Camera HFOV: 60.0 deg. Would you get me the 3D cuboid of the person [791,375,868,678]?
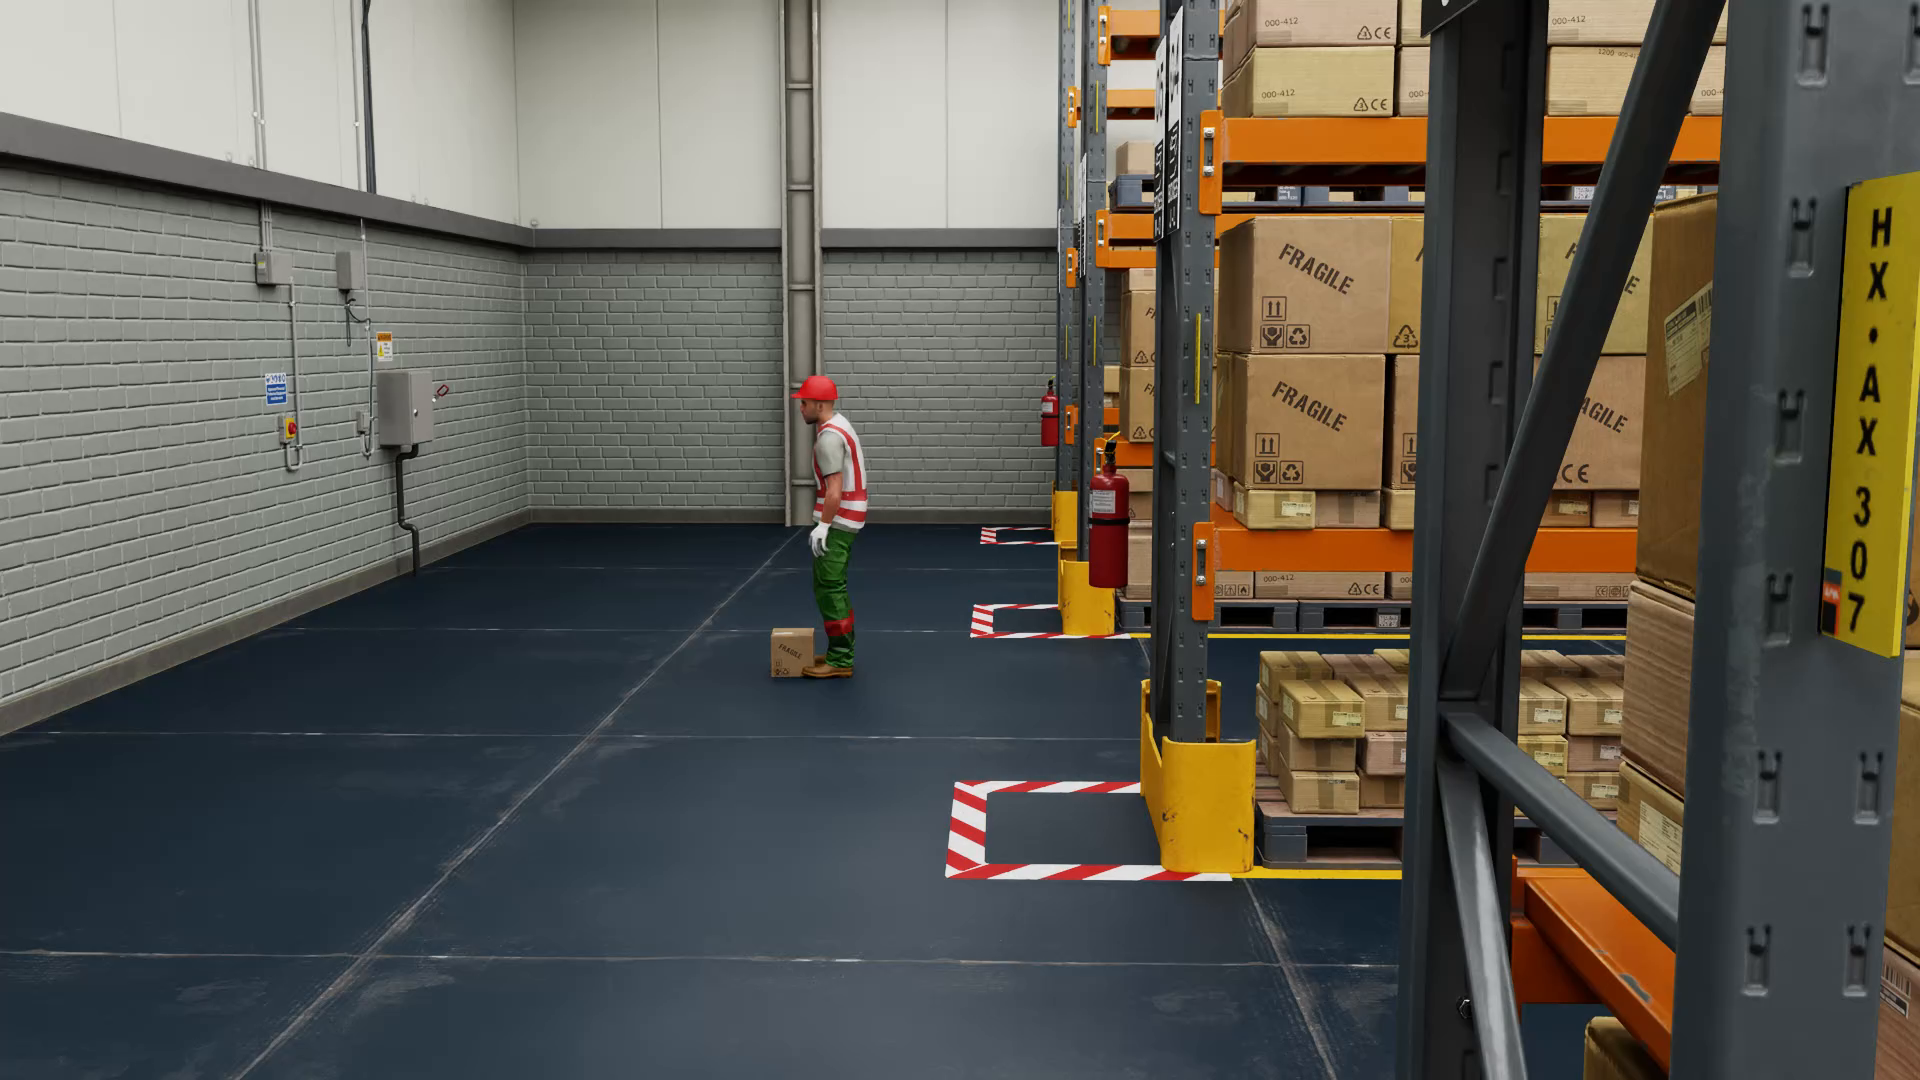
[{"bbox_3d":[-0.771,-0.083,9.872,0.448,1.777,0.610,0,7,2],"label":"person"}]
